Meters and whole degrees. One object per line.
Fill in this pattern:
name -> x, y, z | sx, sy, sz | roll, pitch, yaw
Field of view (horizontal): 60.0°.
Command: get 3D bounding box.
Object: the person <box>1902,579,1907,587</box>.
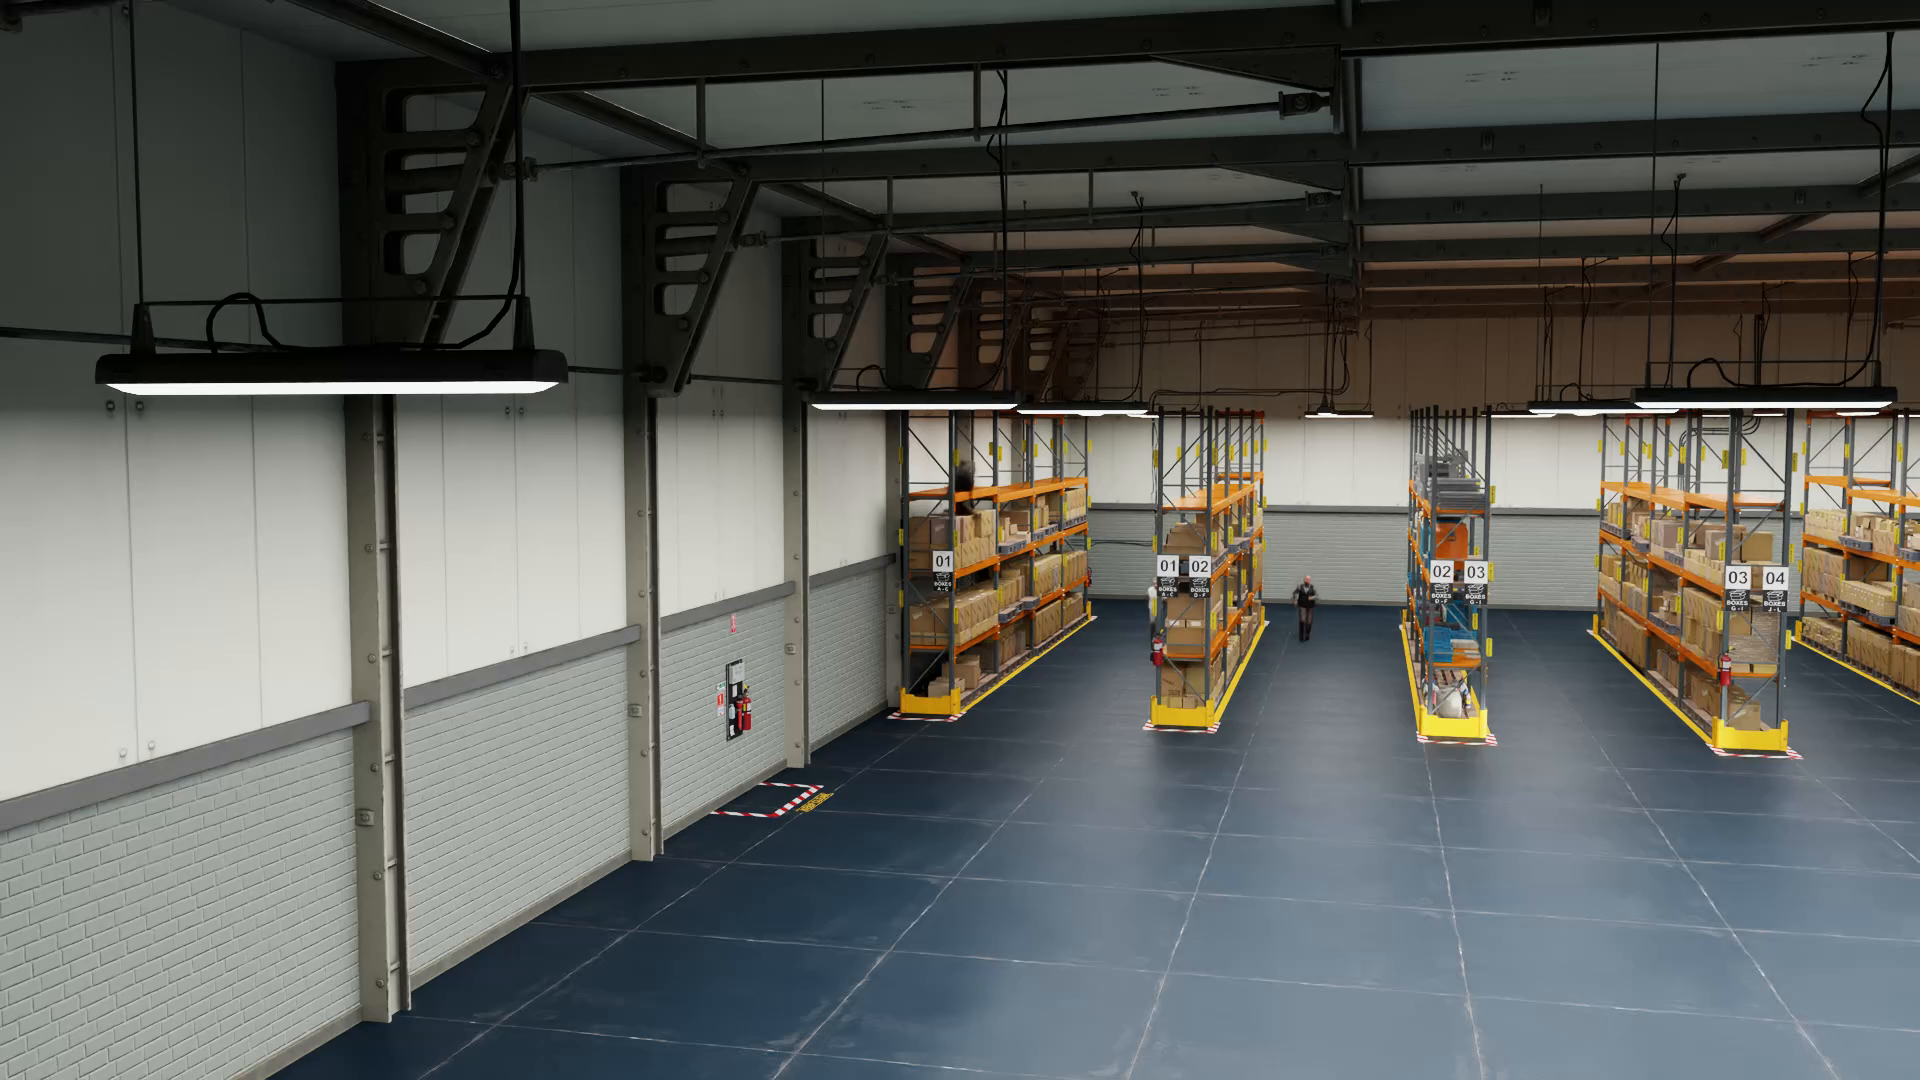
person -> 23.916, 1.898, 42.107 | 0.617, 1.591, 0.982 | 0, 4, -3

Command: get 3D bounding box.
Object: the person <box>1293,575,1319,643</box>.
person -> 8.956, 1.785, 43.009 | 0.624, 1.749, 0.724 | 0, 4, 4

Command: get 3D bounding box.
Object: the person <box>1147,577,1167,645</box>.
person -> 5.049, 1.802, 42.794 | 0.566, 1.737, 0.736 | 1, 4, 16
